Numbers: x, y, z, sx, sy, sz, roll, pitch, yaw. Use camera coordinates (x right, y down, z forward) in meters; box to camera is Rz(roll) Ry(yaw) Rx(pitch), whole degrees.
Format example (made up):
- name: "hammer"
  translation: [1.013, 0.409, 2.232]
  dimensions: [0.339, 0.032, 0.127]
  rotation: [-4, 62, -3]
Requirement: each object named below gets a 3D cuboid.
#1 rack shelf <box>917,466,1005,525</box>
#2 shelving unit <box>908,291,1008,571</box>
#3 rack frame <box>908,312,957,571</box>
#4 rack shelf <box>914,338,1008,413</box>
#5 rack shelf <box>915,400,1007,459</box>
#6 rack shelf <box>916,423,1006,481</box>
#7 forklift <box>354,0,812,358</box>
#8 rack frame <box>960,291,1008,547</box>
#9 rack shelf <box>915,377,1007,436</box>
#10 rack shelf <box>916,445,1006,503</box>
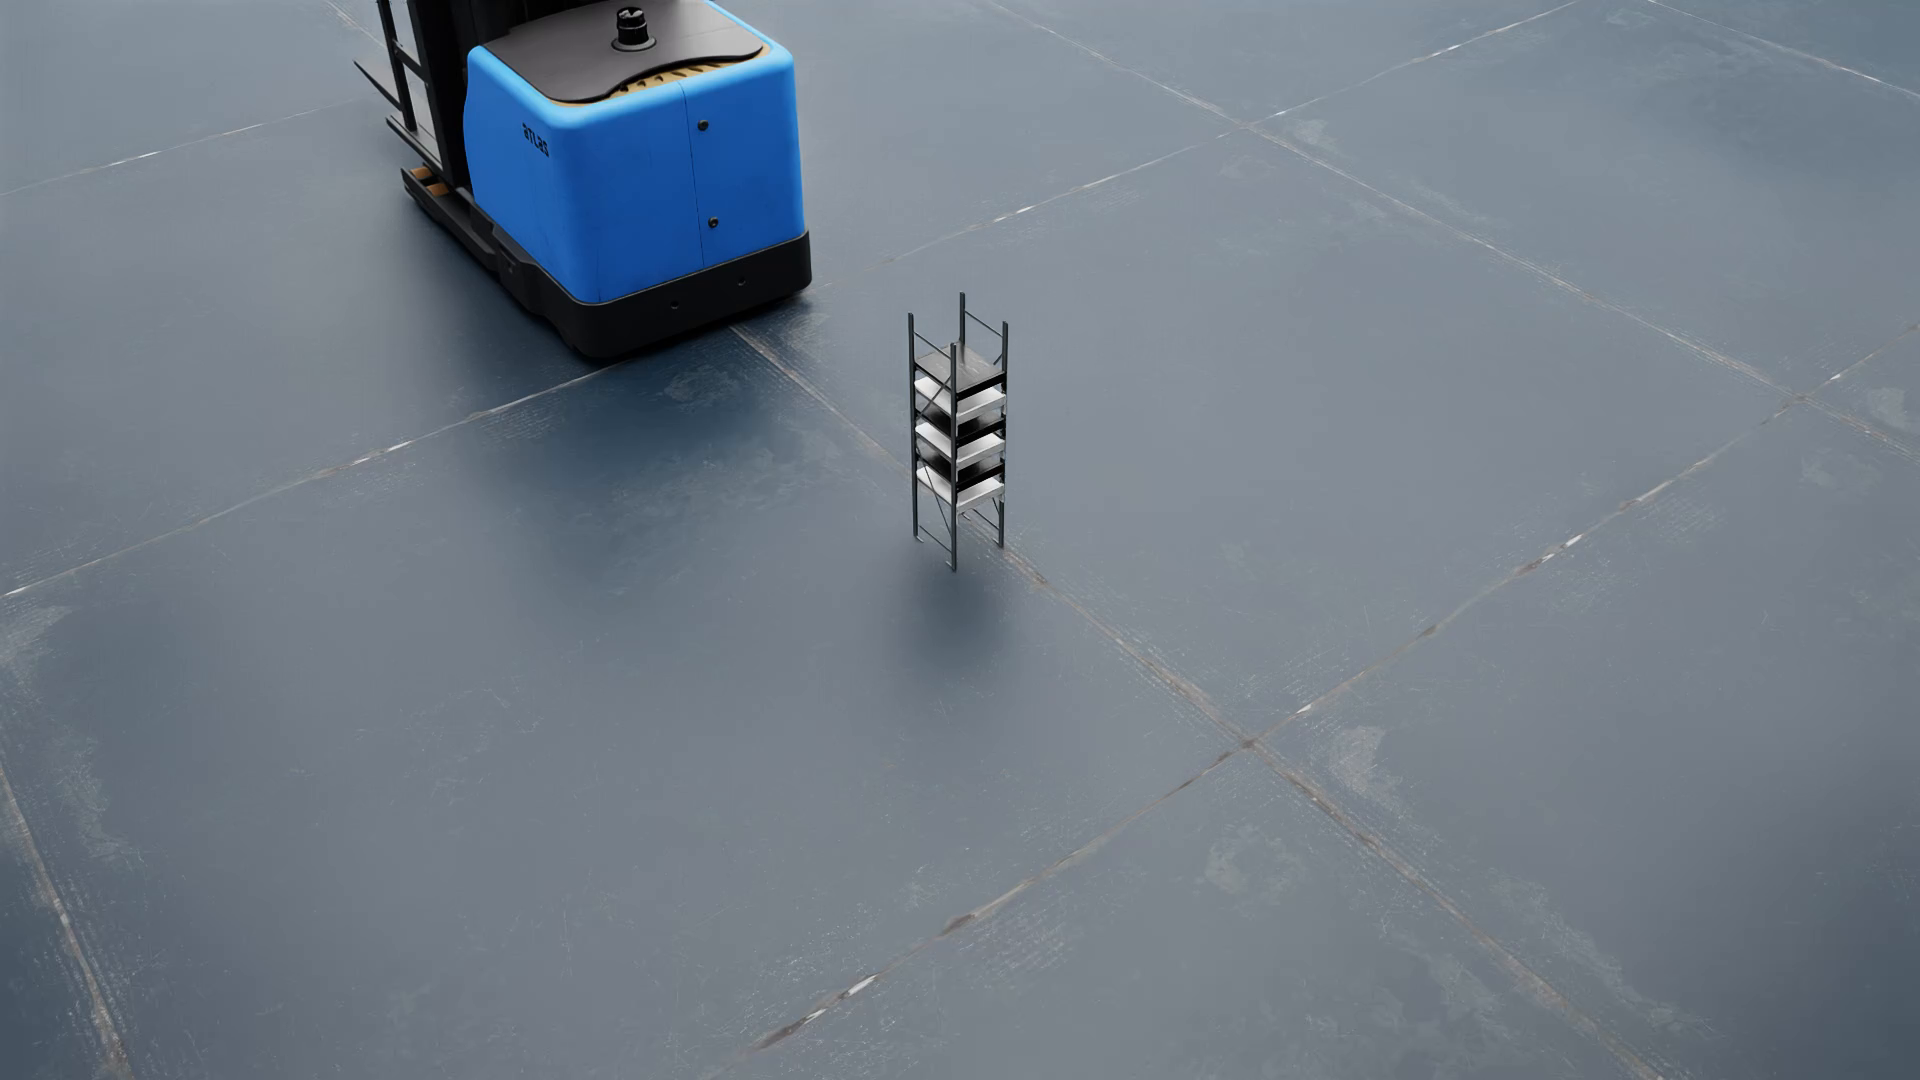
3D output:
- name: "rack shelf"
  translation: [-0.006, -0.180, 5.596]
  dimensions: [0.200, 0.077, 0.258]
  rotation: [-26, 46, -28]
- name: "shelving unit"
  translation: [-0.006, -0.345, 5.461]
  dimensions: [0.210, 0.900, 0.258]
  rotation: [-26, 46, -28]
- name: "rack frame"
  translation: [-0.087, -0.305, 5.413]
  dimensions: [0.006, 0.900, 0.240]
  rotation: [-26, 46, -28]
- name: "rack shelf"
  translation: [-0.006, -0.528, 5.311]
  dimensions: [0.200, 0.077, 0.258]
  rotation: [-26, 46, -28]
- name: "rack shelf"
  translation: [-0.006, -0.389, 5.425]
  dimensions: [0.200, 0.077, 0.258]
  rotation: [-26, 46, -28]
- name: "rack shelf"
  translation: [-0.006, -0.319, 5.482]
  dimensions: [0.200, 0.077, 0.258]
  rotation: [-26, 46, -28]
- name: "forklift"
  translation: [-1.890, -2.736, 6.774]
  dimensions: [1.130, 2.935, 3.031]
  rotation: [-25, 45, -27]
- name: "rack frame"
  translation: [0.074, -0.384, 5.509]
  dimensions: [0.006, 0.900, 0.240]
  rotation: [-26, 46, -28]
- name: "rack shelf"
  translation: [-0.006, -0.458, 5.368]
  dimensions: [0.200, 0.077, 0.258]
  rotation: [-26, 46, -28]
- name: "rack shelf"
  translation: [-0.006, -0.249, 5.539]
  dimensions: [0.200, 0.077, 0.258]
  rotation: [-26, 46, -28]
